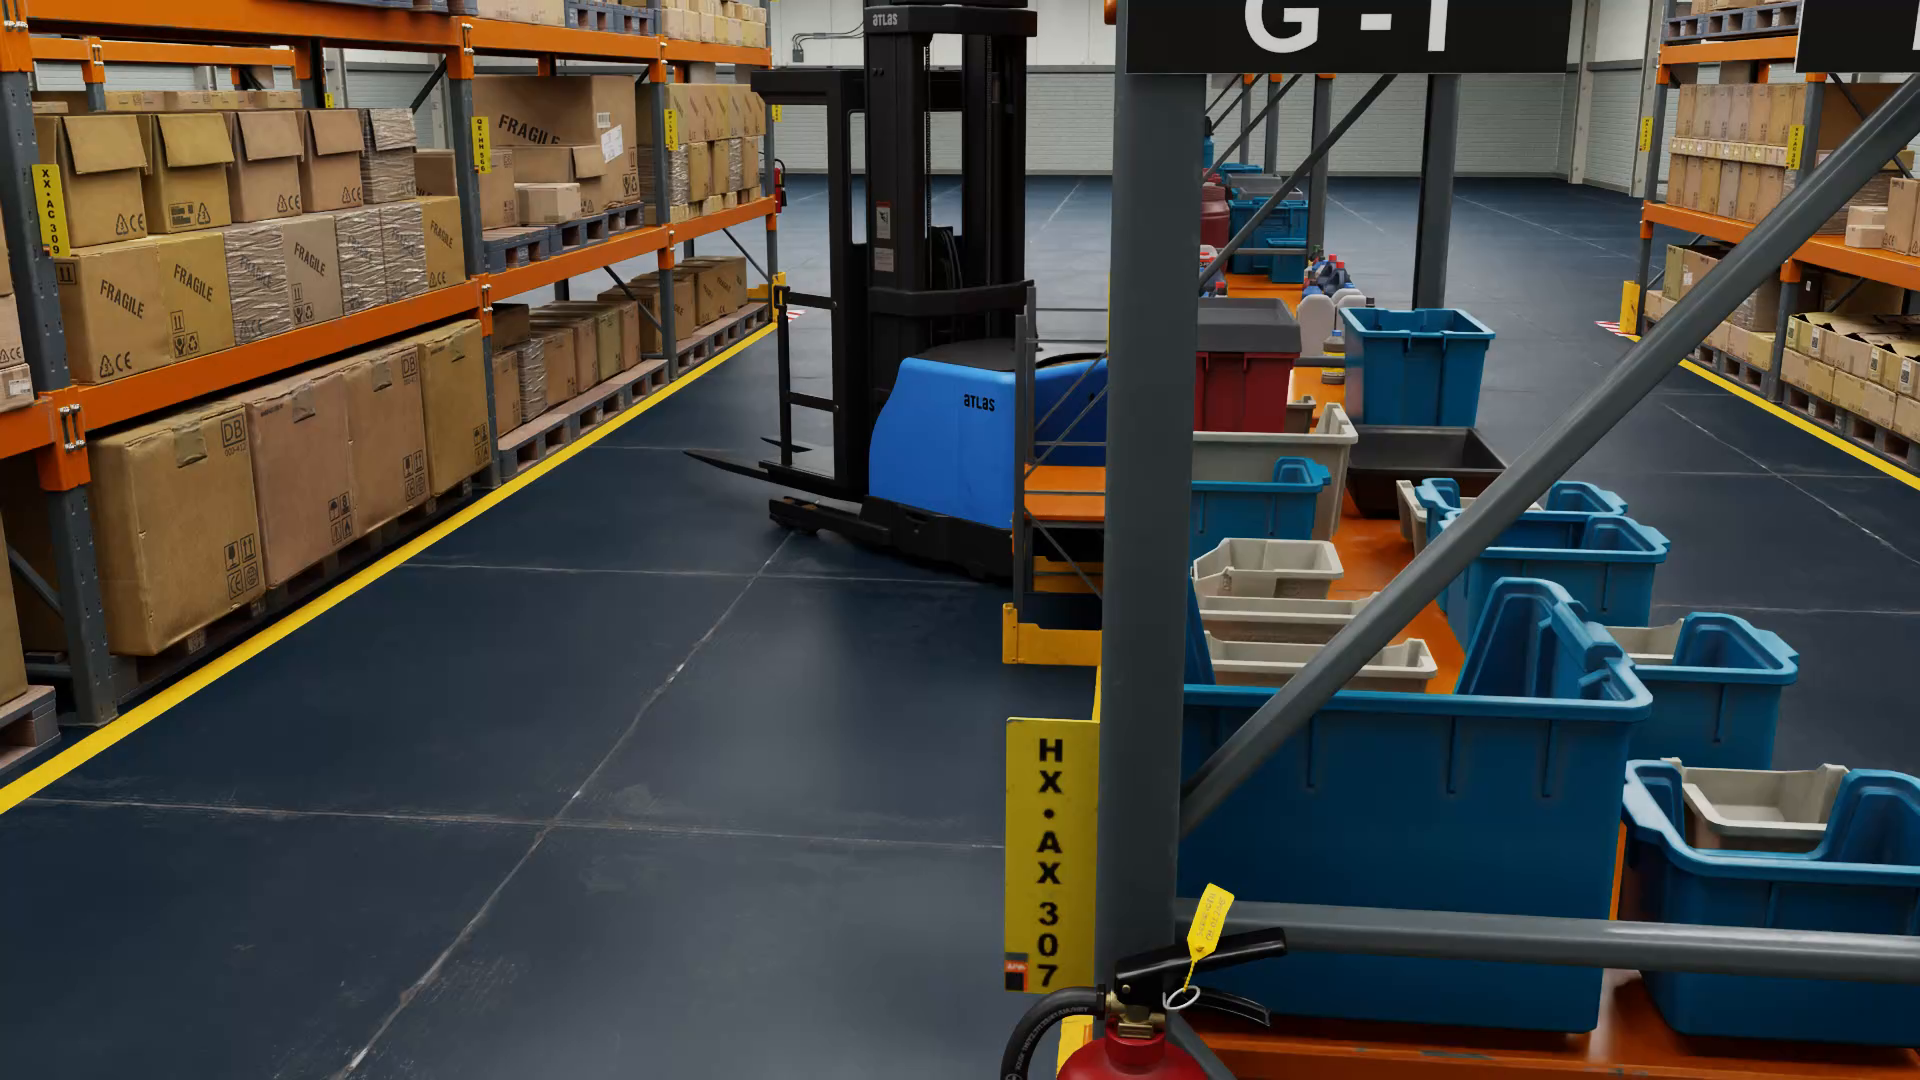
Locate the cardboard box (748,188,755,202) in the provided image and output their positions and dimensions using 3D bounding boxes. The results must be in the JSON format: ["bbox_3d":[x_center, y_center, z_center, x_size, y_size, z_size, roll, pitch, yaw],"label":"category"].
[{"bbox_3d":[-2.301,-3.524,16.928,0.380,0.149,0.250,2,15,6],"label":"cardboard box"}]

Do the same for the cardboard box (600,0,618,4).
[{"bbox_3d":[-3.071,-4.400,12.940,0.797,0.503,0.637,1,15,3],"label":"cardboard box"}]

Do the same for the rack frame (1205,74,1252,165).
[{"bbox_3d":[2.453,-3.710,17.137,1.000,3.000,0.127,2,15,6],"label":"rack frame"}]

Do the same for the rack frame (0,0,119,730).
[{"bbox_3d":[-3.822,-0.744,6.167,1.000,3.000,0.127,2,15,6],"label":"rack frame"}]

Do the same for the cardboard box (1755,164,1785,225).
[{"bbox_3d":[7.020,-2.827,13.677,0.700,0.500,0.500,2,15,6],"label":"cardboard box"}]

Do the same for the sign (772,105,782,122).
[{"bbox_3d":[-1.919,-4.546,17.405,0.100,0.325,0.005,2,15,6],"label":"sign"}]

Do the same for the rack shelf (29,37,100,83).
[{"bbox_3d":[-8.062,-3.573,12.261,1.077,0.370,4.000,2,15,6],"label":"rack shelf"}]

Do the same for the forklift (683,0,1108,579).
[{"bbox_3d":[-0.434,-1.531,9.210,1.130,2.935,3.031,-14,21,-42],"label":"forklift"}]

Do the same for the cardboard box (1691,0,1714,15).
[{"bbox_3d":[7.306,-5.183,15.565,0.797,0.503,0.637,3,15,10],"label":"cardboard box"}]

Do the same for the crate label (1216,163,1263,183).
[{"bbox_3d":[2.514,-3.242,15.338,0.502,0.435,0.616,2,15,6],"label":"crate label"}]

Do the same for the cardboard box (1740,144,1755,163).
[{"bbox_3d":[6.886,-3.294,14.161,0.380,0.149,0.250,2,15,8],"label":"cardboard box"}]

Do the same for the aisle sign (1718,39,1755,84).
[{"bbox_3d":[7.674,-4.827,16.286,0.394,0.787,0.004,2,15,6],"label":"aisle sign"}]

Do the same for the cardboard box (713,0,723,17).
[{"bbox_3d":[-2.420,-4.936,15.447,0.380,0.149,0.250,1,15,3],"label":"cardboard box"}]

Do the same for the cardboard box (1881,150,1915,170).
[{"bbox_3d":[7.146,-2.951,12.896,0.380,0.149,0.250,2,15,6],"label":"cardboard box"}]

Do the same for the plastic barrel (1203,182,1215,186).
[{"bbox_3d":[1.502,-2.072,10.863,0.421,0.512,0.421,0,15,0],"label":"plastic barrel"}]

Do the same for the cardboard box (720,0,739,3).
[{"bbox_3d":[-2.391,-5.328,15.654,0.500,0.500,0.500,2,15,6],"label":"cardboard box"}]

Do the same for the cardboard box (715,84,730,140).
[{"bbox_3d":[-2.459,-3.992,15.502,0.500,0.500,0.500,2,15,6],"label":"cardboard box"}]

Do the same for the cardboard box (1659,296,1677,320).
[{"bbox_3d":[7.040,-2.177,15.928,0.500,0.250,0.500,2,15,6],"label":"cardboard box"}]

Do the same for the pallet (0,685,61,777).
[{"bbox_3d":[-3.986,0.797,5.810,1.003,0.211,1.213,2,15,6],"label":"pallet"}]

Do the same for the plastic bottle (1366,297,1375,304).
[{"bbox_3d":[1.665,-0.855,6.799,0.061,0.283,0.133,2,15,6],"label":"plastic bottle"}]

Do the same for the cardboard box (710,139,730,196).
[{"bbox_3d":[-2.662,-3.515,15.654,0.875,0.500,0.500,2,15,6],"label":"cardboard box"}]

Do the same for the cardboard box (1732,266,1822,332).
[{"bbox_3d":[6.826,-2.019,13.910,0.500,0.500,0.500,2,15,6],"label":"cardboard box"}]

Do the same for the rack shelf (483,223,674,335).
[{"bbox_3d":[-3.145,-1.953,12.015,1.077,0.370,4.000,2,15,6],"label":"rack shelf"}]

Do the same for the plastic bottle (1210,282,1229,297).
[{"bbox_3d":[1.042,-0.866,6.712,0.144,0.351,0.185,2,15,6],"label":"plastic bottle"}]

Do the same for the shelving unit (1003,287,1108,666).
[{"bbox_3d":[0.520,-0.323,7.483,0.587,1.500,1.083,1,15,5],"label":"shelving unit"}]

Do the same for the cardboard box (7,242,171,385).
[{"bbox_3d":[-3.522,-0.904,6.568,0.500,0.500,0.500,2,15,6],"label":"cardboard box"}]

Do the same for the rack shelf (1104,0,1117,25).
[{"bbox_3d":[0.874,-1.180,3.411,1.077,0.370,4.000,2,15,6],"label":"rack shelf"}]

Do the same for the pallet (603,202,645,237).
[{"bbox_3d":[-3.150,-2.532,13.148,1.003,0.211,1.213,2,15,6],"label":"pallet"}]

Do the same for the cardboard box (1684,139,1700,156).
[{"bbox_3d":[7.060,-3.696,15.651,0.380,0.149,0.250,2,15,6],"label":"cardboard box"}]

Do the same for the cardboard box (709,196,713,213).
[{"bbox_3d":[-2.480,-3.069,15.248,0.380,0.149,0.250,2,15,6],"label":"cardboard box"}]

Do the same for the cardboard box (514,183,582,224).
[{"bbox_3d":[-2.953,-2.340,11.551,0.500,0.250,0.500,1,15,5],"label":"cardboard box"}]

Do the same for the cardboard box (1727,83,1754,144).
[{"bbox_3d":[7.137,-3.706,14.445,0.700,0.500,0.500,2,15,6],"label":"cardboard box"}]

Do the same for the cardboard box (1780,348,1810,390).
[{"bbox_3d":[6.632,-1.304,12.701,0.500,0.250,0.500,1,15,5],"label":"cardboard box"}]

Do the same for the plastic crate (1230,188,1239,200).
[{"bbox_3d":[2.187,-2.370,12.211,0.392,0.384,0.575,2,15,6],"label":"plastic crate"}]

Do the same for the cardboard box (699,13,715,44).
[{"bbox_3d":[-2.493,-4.569,14.855,0.500,0.250,0.500,1,15,4],"label":"cardboard box"}]

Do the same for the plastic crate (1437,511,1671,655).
[{"bbox_3d":[1.152,0.095,3.268,0.416,0.233,0.300,2,15,6],"label":"plastic crate"}]

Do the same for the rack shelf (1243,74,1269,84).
[{"bbox_3d":[2.228,-4.292,14.921,1.077,0.370,4.000,2,15,6],"label":"rack shelf"}]

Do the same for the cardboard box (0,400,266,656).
[{"bbox_3d":[-3.770,-0.088,7.005,1.225,0.875,0.875,2,15,6],"label":"cardboard box"}]

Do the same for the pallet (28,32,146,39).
[{"bbox_3d":[-7.733,-4.608,14.881,1.003,0.211,1.213,2,15,6],"label":"pallet"}]

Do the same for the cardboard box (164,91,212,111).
[{"bbox_3d":[-7.616,-3.961,15.710,0.875,0.550,0.550,2,15,6],"label":"cardboard box"}]

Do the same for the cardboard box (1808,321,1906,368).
[{"bbox_3d":[6.567,-1.443,12.139,0.500,0.311,0.500,2,15,6],"label":"cardboard box"}]

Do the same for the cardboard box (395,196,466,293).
[{"bbox_3d":[-3.180,-1.694,9.490,0.500,0.500,0.500,2,15,8],"label":"cardboard box"}]

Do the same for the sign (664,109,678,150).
[{"bbox_3d":[-2.367,-3.362,13.632,0.100,0.325,0.005,2,15,6],"label":"sign"}]

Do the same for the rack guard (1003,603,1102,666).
[{"bbox_3d":[0.479,0.410,7.167,0.587,0.250,0.087,1,15,5],"label":"rack guard"}]

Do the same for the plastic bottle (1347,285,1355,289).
[{"bbox_3d":[1.701,-0.974,7.265,0.097,0.271,0.097,0,15,0],"label":"plastic bottle"}]

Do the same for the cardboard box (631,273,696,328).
[{"bbox_3d":[-2.785,-2.229,15.645,0.500,0.500,0.500,0,15,1],"label":"cardboard box"}]

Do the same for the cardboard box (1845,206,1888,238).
[{"bbox_3d":[6.911,-2.325,12.300,0.500,0.250,0.500,3,15,10],"label":"cardboard box"}]

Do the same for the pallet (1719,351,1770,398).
[{"bbox_3d":[7.055,-1.385,13.879,1.003,0.211,1.213,2,15,6],"label":"pallet"}]

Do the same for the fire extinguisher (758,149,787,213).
[{"bbox_3d":[-1.997,-3.835,17.746,0.296,0.674,0.183,2,15,6],"label":"fire extinguisher"}]

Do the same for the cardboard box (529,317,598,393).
[{"bbox_3d":[-3.145,-1.398,12.530,0.700,0.500,0.500,0,15,1],"label":"cardboard box"}]

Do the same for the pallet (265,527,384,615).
[{"bbox_3d":[-3.675,0.083,8.452,1.003,0.211,1.213,2,15,6],"label":"pallet"}]

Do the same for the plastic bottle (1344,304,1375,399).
[{"bbox_3d":[1.466,-0.666,5.975,0.144,0.351,0.185,2,15,6],"label":"plastic bottle"}]

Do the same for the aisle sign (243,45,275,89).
[{"bbox_3d":[-7.675,-5.311,18.075,0.394,0.787,0.004,2,15,6],"label":"aisle sign"}]

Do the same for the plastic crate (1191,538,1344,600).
[{"bbox_3d":[0.629,0.096,3.451,0.298,0.136,0.250,2,15,6],"label":"plastic crate"}]

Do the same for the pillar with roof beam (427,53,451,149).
[{"bbox_3d":[-10.558,-14.689,46.246,9.100,9.000,0.400,2,15,6],"label":"pillar with roof beam"}]
